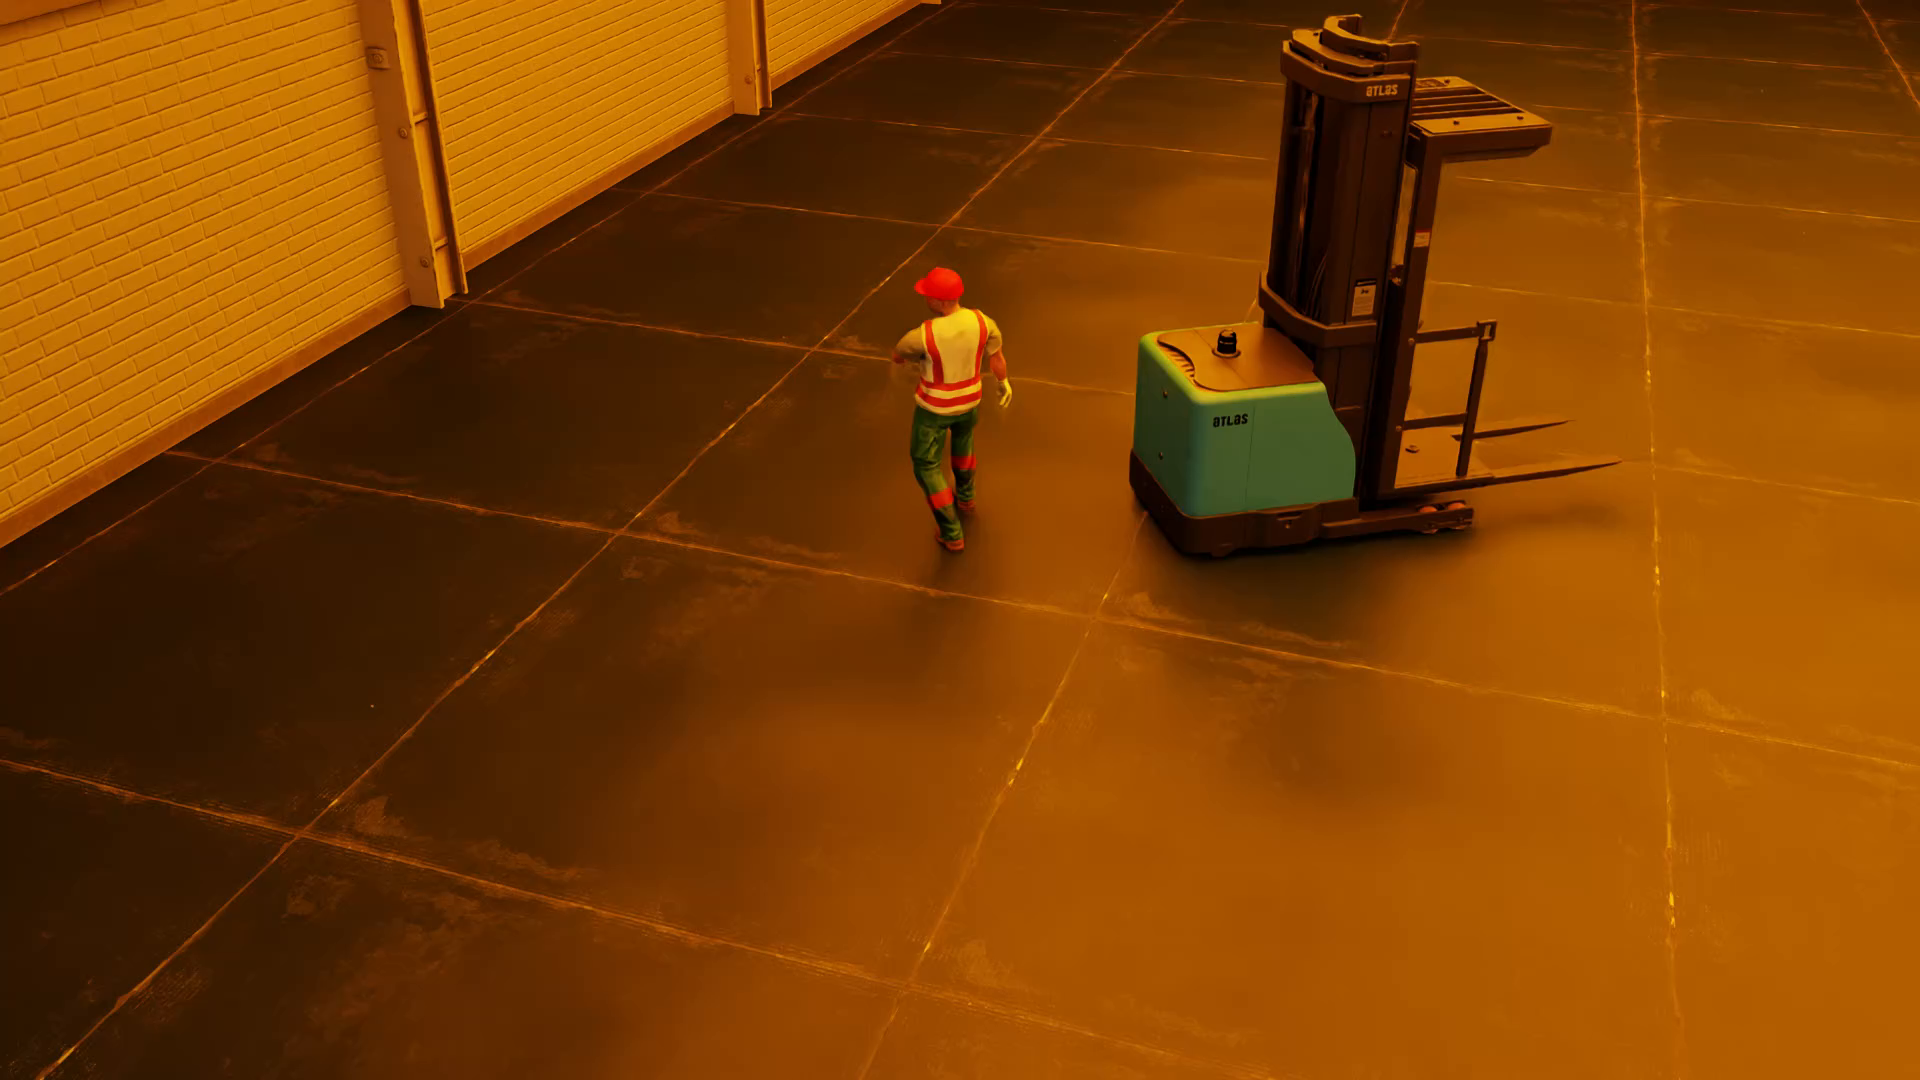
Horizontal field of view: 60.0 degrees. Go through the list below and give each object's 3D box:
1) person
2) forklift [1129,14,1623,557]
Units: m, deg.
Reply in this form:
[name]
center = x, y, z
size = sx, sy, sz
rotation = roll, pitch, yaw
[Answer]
[person]
center = -0.052, -0.882, 9.936
size = 0.722, 1.704, 0.818
rotation = -19, 35, -30
[forklift]
center = 2.651, -1.556, 9.866
size = 3.031, 2.935, 1.130
rotation = -7, 30, -12
